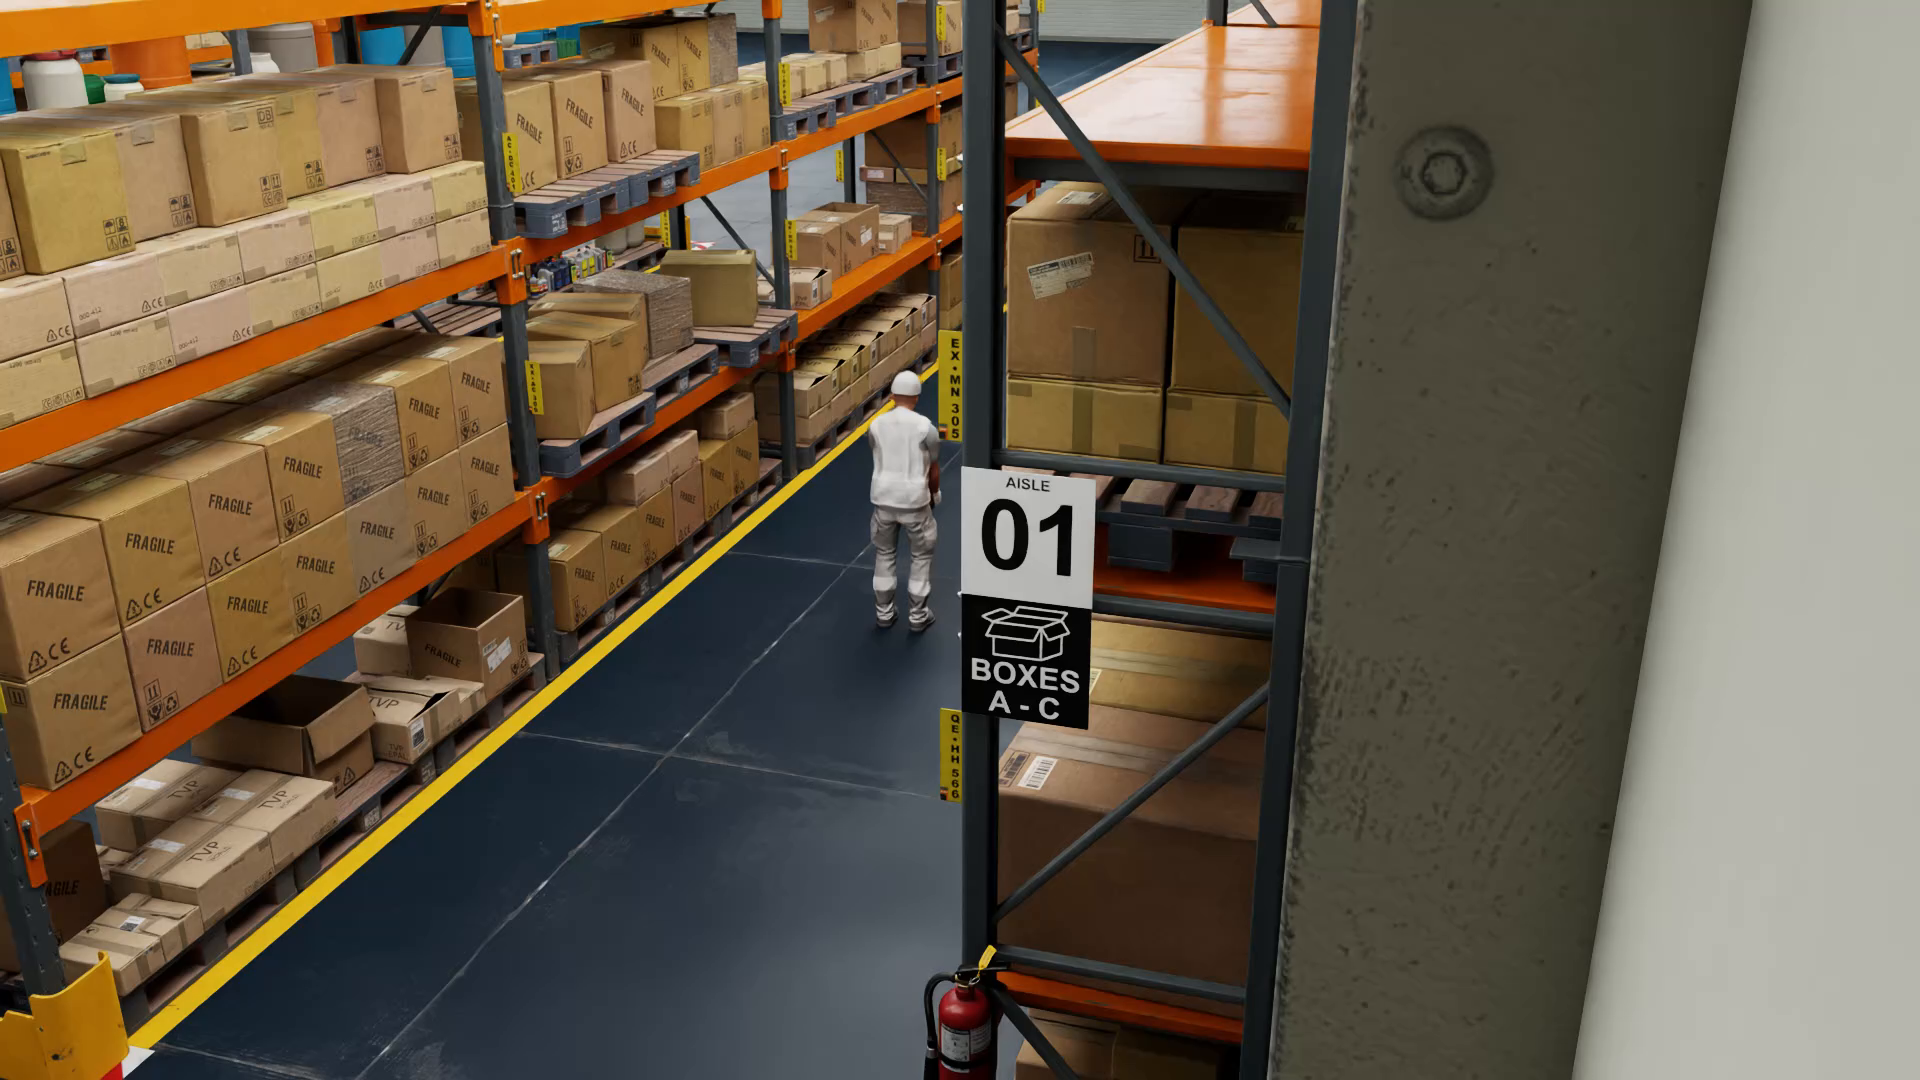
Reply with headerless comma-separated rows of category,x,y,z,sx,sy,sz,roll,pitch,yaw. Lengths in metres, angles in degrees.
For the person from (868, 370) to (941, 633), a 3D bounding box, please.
person,-0.372,-0.271,11.185,0.489,1.745,0.592,6,23,15
